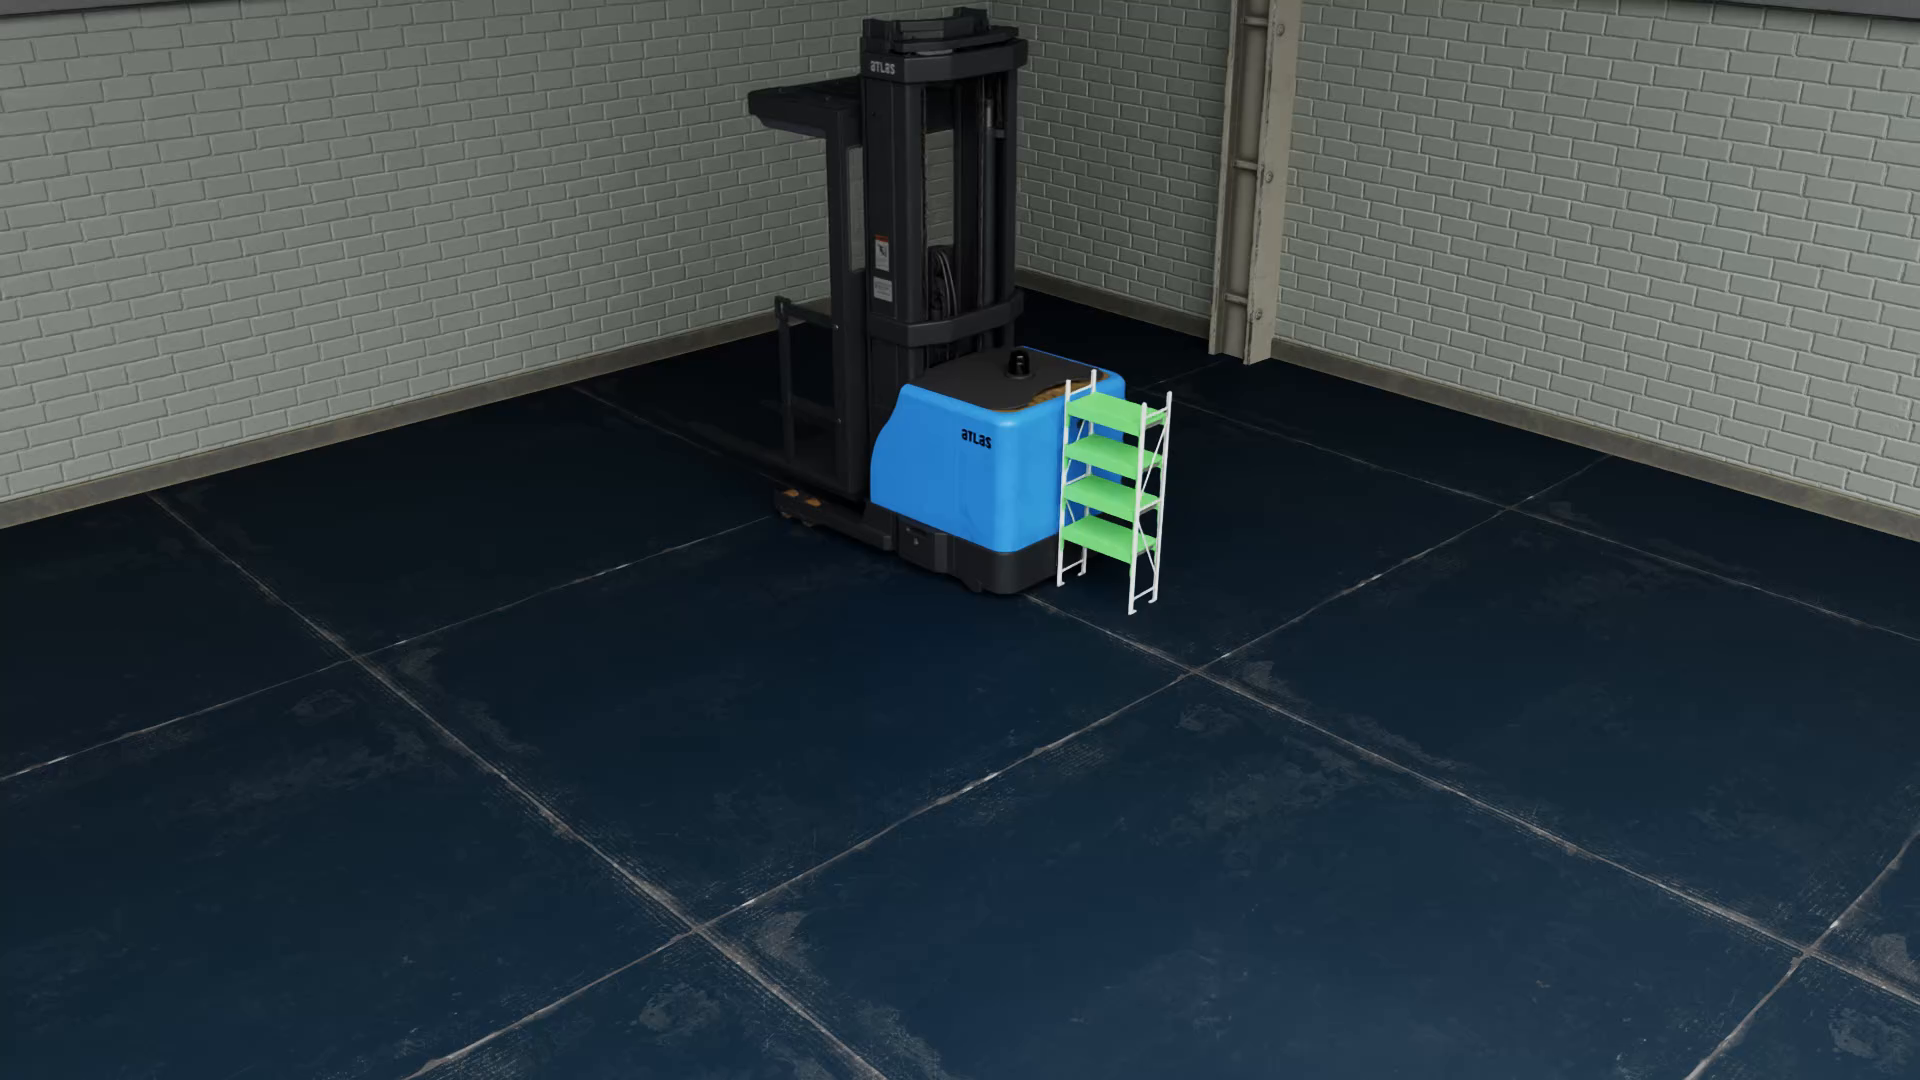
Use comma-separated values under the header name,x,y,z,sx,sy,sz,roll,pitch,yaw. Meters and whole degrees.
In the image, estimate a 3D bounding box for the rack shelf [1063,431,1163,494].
name,x,y,z,sx,sy,sz,roll,pitch,yaw
rack shelf,0.813,-0.412,8.772,0.480,0.148,0.258,22,32,37

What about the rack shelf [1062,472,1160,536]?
name,x,y,z,sx,sy,sz,roll,pitch,yaw
rack shelf,0.810,-0.195,8.874,0.480,0.148,0.258,22,32,37

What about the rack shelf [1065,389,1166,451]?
name,x,y,z,sx,sy,sz,roll,pitch,yaw
rack shelf,0.817,-0.629,8.669,0.480,0.148,0.258,22,32,37

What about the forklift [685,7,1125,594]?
name,x,y,z,sx,sy,sz,roll,pitch,yaw
forklift,-0.479,-1.551,9.619,3.031,2.935,1.130,22,32,39

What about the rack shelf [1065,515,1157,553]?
name,x,y,z,sx,sy,sz,roll,pitch,yaw
rack shelf,0.807,-0.027,8.954,0.457,0.021,0.221,22,32,37

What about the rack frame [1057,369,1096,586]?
name,x,y,z,sx,sy,sz,roll,pitch,yaw
rack frame,0.629,-0.325,8.993,0.015,1.200,0.240,22,32,37

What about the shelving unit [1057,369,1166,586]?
name,x,y,z,sx,sy,sz,roll,pitch,yaw
shelving unit,0.806,-0.255,8.850,0.492,1.200,0.258,22,32,37
